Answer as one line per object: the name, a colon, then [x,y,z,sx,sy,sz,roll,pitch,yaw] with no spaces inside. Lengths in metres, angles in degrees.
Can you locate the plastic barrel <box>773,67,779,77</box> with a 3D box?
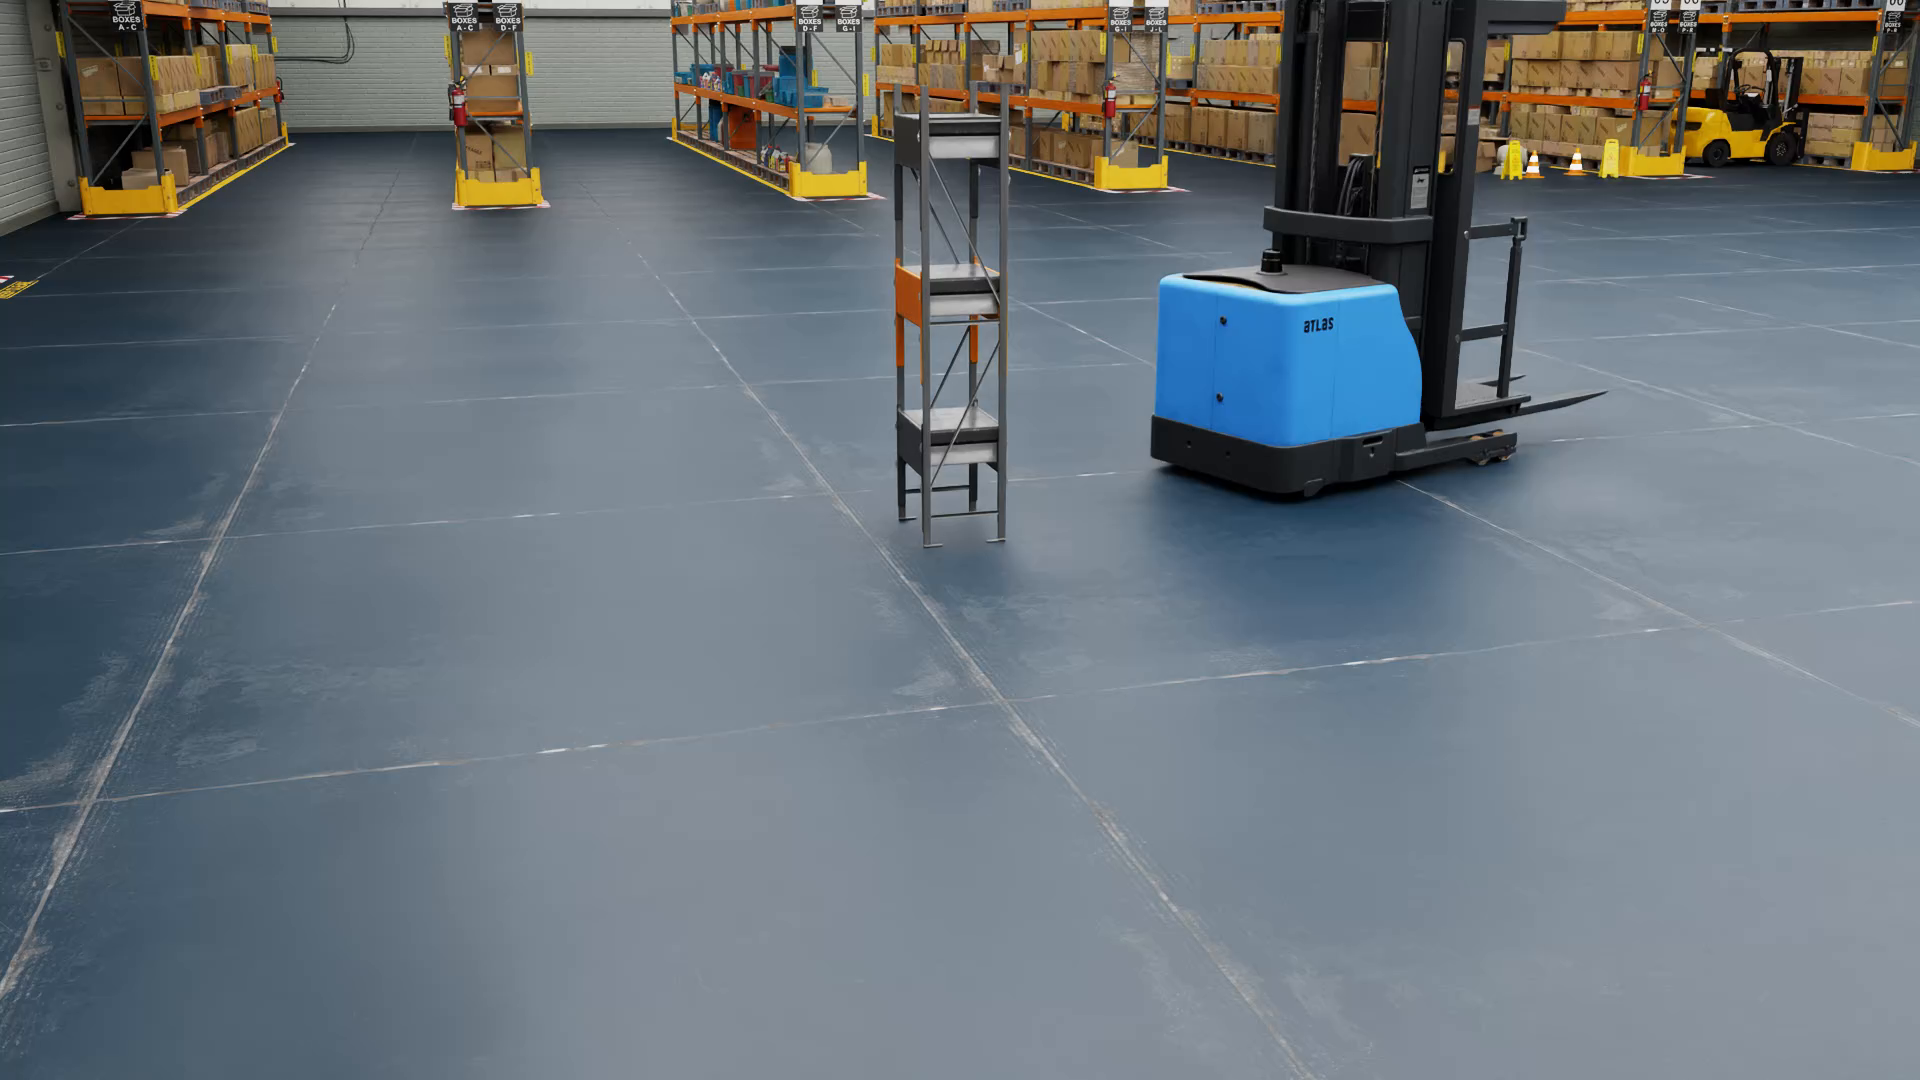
plastic barrel: [-3.121,-8.206,29.820,0.433,0.535,0.433,0,17,0]

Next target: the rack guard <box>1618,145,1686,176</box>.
rack guard: [12.300,-6.751,29.559,1.175,0.500,0.348,-5,17,-15]

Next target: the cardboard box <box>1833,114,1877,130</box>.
cardboard box: [16.666,-7.787,30.972,0.500,0.250,0.500,-4,17,-13]

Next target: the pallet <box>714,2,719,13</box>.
pallet: [-4.284,-10.531,32.910,1.003,0.211,1.213,-5,17,-15]

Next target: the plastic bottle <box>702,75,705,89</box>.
plastic bottle: [-5.406,-9.753,35.422,0.152,0.276,0.135,-5,17,-15]

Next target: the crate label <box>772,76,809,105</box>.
crate label: [-2.735,-7.257,26.836,0.502,0.435,0.616,-5,17,-15]

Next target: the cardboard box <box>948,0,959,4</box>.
cardboard box: [0.035,-11.437,34.696,0.500,0.500,0.500,-4,17,-12]

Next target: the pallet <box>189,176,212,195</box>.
pallet: [-12.376,-5.557,26.085,1.003,0.211,1.213,-5,17,-15]

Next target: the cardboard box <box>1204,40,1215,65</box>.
cardboard box: [5.505,-10.123,34.526,0.700,0.500,0.500,-5,17,-16]

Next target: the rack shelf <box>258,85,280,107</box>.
rack shelf: [-15.343,-9.497,35.605,1.077,0.370,4.000,-5,17,-15]

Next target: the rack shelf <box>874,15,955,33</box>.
rack shelf: [-1.055,-12.108,39.085,1.077,0.370,4.000,-5,17,-15]

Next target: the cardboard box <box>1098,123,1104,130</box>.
cardboard box: [3.572,-10.031,40.358,0.380,0.149,0.250,-5,17,-15]

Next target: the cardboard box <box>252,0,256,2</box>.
cardboard box: [-14.856,-11.256,34.354,0.500,0.250,0.500,-5,17,-16]

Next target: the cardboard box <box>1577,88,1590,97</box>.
cardboard box: [11.594,-8.242,30.613,0.380,0.149,0.250,-5,17,-16]

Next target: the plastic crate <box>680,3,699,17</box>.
plastic crate: [-6.054,-11.920,37.414,0.437,0.282,0.530,-5,17,-15]

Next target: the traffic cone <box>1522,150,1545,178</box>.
traffic cone: [9.989,-6.548,28.945,0.336,0.463,0.334,-5,17,-15]

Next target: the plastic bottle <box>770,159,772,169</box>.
plastic bottle: [-3.139,-6.341,27.947,0.097,0.201,0.097,0,17,0]

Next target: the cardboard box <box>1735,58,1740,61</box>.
cardboard box: [15.828,-9.677,33.652,0.380,0.149,0.250,-5,17,-16]

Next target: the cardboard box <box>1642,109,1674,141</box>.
cardboard box: [15.425,-9.058,36.289,0.875,0.625,0.625,-5,18,-18]

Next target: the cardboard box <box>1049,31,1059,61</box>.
cardboard box: [1.848,-8.498,28.601,0.500,0.500,0.500,-5,17,-15]

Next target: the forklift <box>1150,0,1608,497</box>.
forklift: [2.558,-1.935,9.300,3.031,2.935,1.130,-11,20,-33]

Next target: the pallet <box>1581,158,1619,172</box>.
pallet: [12.111,-6.840,30.358,1.003,0.211,1.213,-5,17,-15]

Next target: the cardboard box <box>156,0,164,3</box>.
cardboard box: [-11.606,-7.870,23.516,0.500,0.500,0.500,-4,17,-13]

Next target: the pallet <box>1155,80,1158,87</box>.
pallet: [4.808,-10.173,36.940,1.003,0.211,1.213,-5,17,-15]

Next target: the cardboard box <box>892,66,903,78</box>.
cardboard box: [-1.300,-11.060,39.300,0.500,0.250,0.500,-5,17,-16]

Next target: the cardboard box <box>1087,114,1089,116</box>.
cardboard box: [3.362,-10.597,41.207,0.380,0.149,0.250,-4,17,-13]

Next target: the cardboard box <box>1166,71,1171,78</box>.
cardboard box: [4.676,-10.042,35.875,0.380,0.149,0.250,-4,17,-14]

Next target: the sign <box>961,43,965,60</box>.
sign: [0.061,-9.866,33.572,0.100,0.325,0.005,-5,17,-15]

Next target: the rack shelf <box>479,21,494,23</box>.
rack shelf: [-10.581,-11.326,36.481,1.077,0.370,4.000,-5,17,-15]

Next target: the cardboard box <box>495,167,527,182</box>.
cardboard box: [-6.667,-5.412,24.804,0.500,0.250,0.500,-5,17,-15]

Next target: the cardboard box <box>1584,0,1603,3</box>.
cardboard box: [11.637,-9.837,30.017,0.500,0.250,0.500,-4,17,-14]

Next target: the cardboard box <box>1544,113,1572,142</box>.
cardboard box: [11.424,-7.802,31.458,0.500,0.500,0.500,-4,17,-12]

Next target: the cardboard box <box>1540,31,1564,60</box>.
cardboard box: [11.366,-9.280,31.204,0.700,0.500,0.500,-5,17,-16]

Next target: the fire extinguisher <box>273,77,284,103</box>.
fire extinguisher: [-15.490,-10.257,37.668,0.296,0.674,0.183,-5,17,-15]

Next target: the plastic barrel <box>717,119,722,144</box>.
plastic barrel: [-4.870,-8.570,34.864,0.421,0.512,0.421,0,17,0]

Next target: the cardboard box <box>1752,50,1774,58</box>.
cardboard box: [16.033,-9.682,33.151,0.380,0.149,0.250,-5,17,-16]

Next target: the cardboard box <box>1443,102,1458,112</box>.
cardboard box: [12.970,-11.334,44.086,0.700,0.500,0.500,-4,17,-13]

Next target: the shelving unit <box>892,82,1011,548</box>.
shelving unit: [-0.045,-1.051,7.802,0.431,2.100,0.503,-5,17,-15]

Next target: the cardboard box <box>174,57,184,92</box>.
cardboard box: [-11.753,-6.845,24.446,0.500,0.500,0.500,-4,17,-14]

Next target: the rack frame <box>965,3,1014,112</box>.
rack frame: [0.594,-9.357,33.887,1.000,3.000,0.127,-5,17,-15]

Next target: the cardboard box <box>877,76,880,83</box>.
cardboard box: [-1.824,-11.325,40.877,0.380,0.149,0.250,-4,17,-15]

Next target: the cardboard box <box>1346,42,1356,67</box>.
cardboard box: [7.262,-8.513,28.942,0.875,0.550,0.550,-5,17,-15]

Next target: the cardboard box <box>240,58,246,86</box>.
cardboard box: [-14.002,-8.963,31.850,0.500,0.500,0.500,-4,17,-14]

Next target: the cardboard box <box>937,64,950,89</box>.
cardboard box: [-0.196,-9.944,35.669,0.500,0.500,0.500,-4,17,-14]

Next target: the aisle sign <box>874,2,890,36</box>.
aisle sign: [-1.913,-12.811,40.868,0.394,0.787,0.004,-5,17,-15]

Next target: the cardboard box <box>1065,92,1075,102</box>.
cardboard box: [2.003,-7.493,28.119,0.380,0.149,0.250,-5,17,-15]

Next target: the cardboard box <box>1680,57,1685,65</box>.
cardboard box: [15.381,-10.067,34.950,0.380,0.149,0.250,-5,18,-17]

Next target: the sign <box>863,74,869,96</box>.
sign: [-1.439,-6.927,25.318,0.100,0.325,0.005,-5,17,-15]

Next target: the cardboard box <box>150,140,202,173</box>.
cardboard box: [-12.813,-6.291,27.263,0.700,0.500,0.500,-4,17,-13]

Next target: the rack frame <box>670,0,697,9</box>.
rack frame: [-6.367,-14.051,39.088,1.000,3.000,0.127,-5,17,-15]
